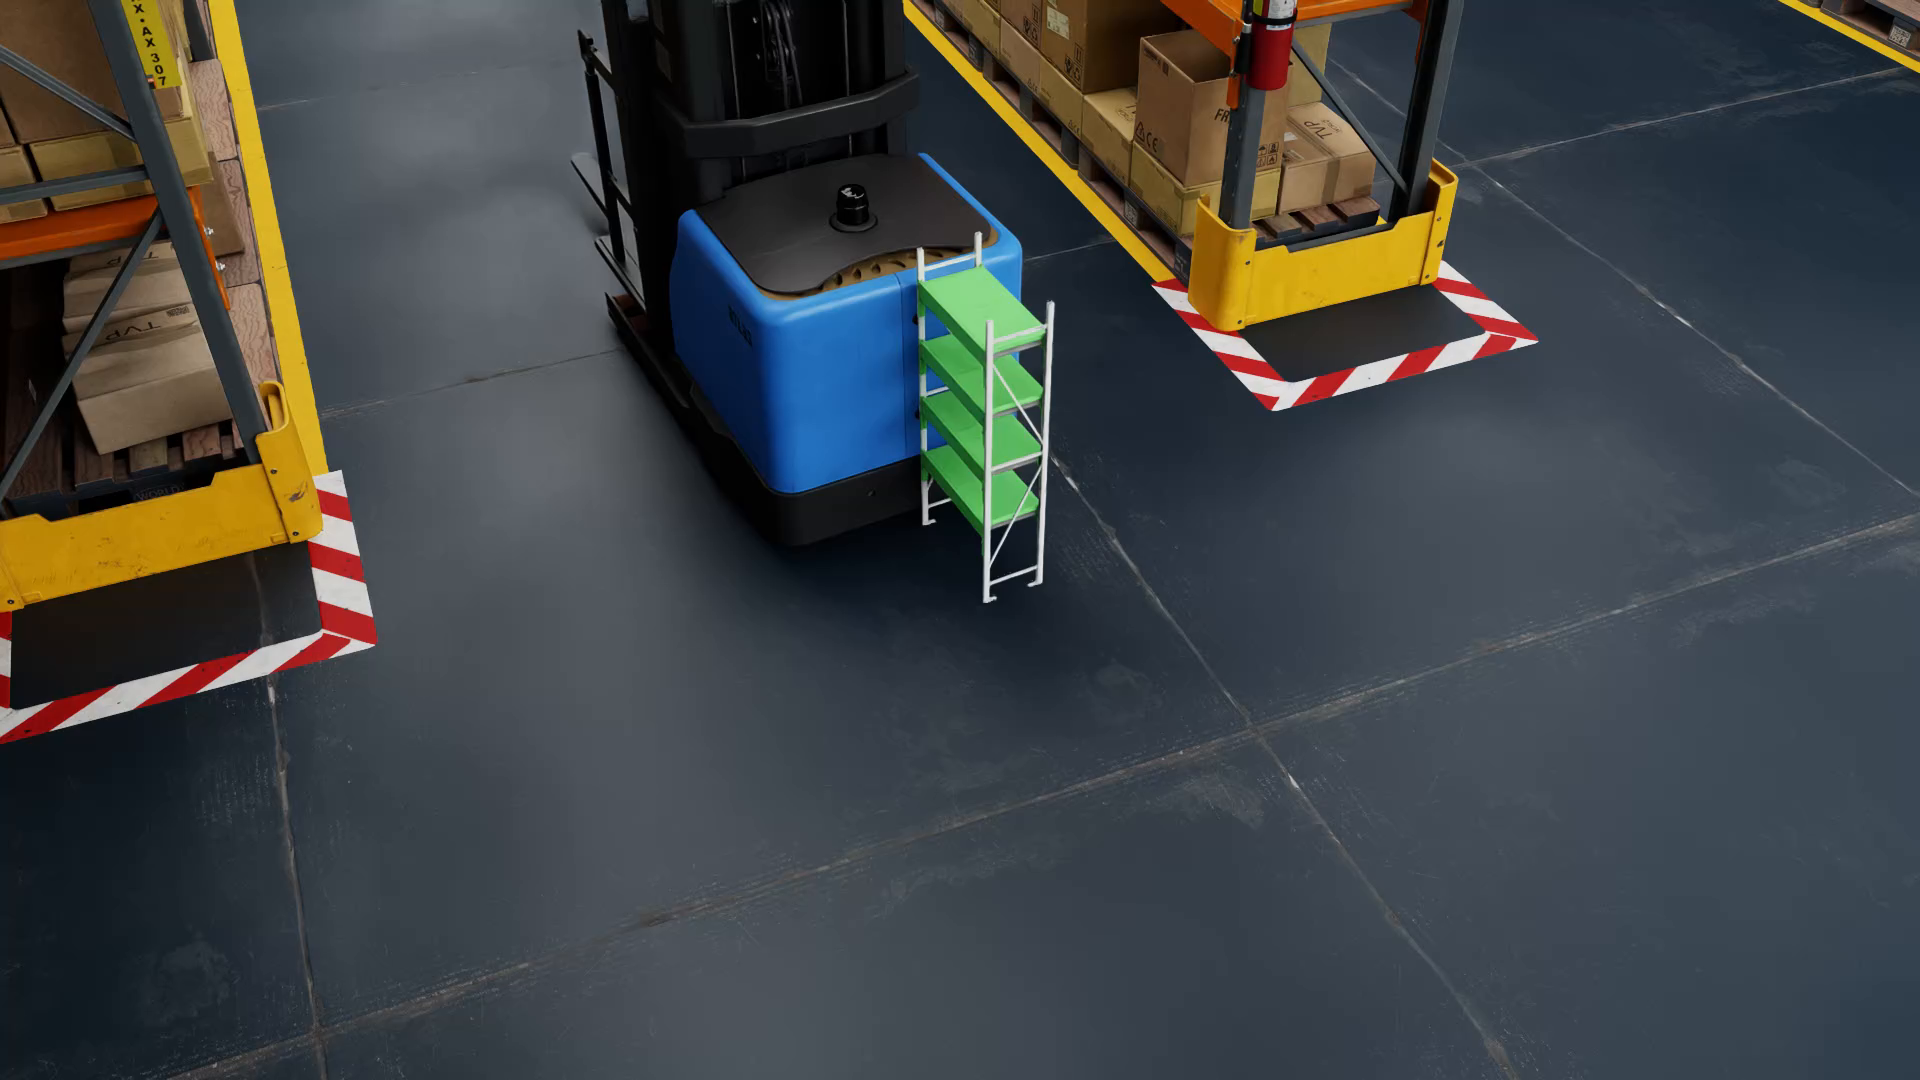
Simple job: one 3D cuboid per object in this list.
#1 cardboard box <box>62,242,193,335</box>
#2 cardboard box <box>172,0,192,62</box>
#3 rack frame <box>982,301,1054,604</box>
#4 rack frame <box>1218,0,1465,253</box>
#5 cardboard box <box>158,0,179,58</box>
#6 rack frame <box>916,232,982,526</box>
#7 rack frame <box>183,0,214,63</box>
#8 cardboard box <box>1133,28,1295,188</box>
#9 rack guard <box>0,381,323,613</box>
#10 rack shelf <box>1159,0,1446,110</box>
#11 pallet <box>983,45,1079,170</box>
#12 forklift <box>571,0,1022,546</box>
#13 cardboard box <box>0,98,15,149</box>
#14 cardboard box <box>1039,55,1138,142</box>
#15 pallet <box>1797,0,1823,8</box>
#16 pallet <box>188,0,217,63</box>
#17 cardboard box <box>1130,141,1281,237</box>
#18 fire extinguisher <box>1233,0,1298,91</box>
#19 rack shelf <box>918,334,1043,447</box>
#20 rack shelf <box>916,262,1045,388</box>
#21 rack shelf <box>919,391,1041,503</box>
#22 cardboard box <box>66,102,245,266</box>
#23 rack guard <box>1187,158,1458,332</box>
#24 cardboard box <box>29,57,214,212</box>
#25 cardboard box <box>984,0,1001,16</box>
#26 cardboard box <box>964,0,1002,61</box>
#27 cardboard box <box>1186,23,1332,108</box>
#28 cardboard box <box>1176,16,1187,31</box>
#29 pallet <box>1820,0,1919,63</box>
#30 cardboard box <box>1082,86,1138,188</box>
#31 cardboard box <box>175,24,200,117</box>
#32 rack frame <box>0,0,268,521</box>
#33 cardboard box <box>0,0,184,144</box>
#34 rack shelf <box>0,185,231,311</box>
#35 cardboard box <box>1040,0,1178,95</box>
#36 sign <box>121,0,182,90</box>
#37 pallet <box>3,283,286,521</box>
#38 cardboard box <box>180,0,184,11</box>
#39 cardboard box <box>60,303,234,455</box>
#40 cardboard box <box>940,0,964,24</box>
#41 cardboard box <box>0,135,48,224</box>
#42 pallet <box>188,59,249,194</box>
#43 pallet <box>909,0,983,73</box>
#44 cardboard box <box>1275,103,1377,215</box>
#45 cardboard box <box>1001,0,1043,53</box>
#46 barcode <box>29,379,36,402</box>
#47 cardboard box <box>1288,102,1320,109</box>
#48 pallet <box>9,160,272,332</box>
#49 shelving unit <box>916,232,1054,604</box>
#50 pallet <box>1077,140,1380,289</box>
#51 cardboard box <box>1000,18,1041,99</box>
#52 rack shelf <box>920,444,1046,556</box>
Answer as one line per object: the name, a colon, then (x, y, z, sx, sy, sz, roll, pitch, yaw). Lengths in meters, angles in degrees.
cardboard box: (-3.371, -0.997, 6.834, 0.500, 0.311, 0.500, -12, 42, -13)
cardboard box: (-3.266, -2.009, 6.385, 0.500, 0.250, 0.500, -16, 43, -18)
rack frame: (0.190, -0.265, 5.638, 0.240, 1.200, 0.015, -19, 44, -21)
rack frame: (1.604, -2.305, 6.630, 1.000, 3.000, 0.127, -15, 43, -17)
cardboard box: (-3.056, -1.965, 5.759, 0.500, 0.500, 0.500, -15, 43, -17)
rack frame: (-0.036, -0.547, 5.966, 0.240, 1.200, 0.015, -19, 44, -21)
rack frame: (-4.502, -3.477, 7.992, 1.000, 3.000, 0.127, -15, 43, -17)
cardboard box: (1.124, -1.955, 7.435, 0.500, 0.500, 0.500, -15, 43, -17)
rack guard: (-3.000, -0.165, 6.059, 1.175, 0.500, 0.348, -15, 43, -17)
rack shelf: (0.839, -3.237, 8.266, 1.077, 0.370, 4.000, -15, 43, -17)
pallet: (0.810, -2.432, 8.916, 1.003, 0.211, 1.213, -15, 43, -17)
forklift: (-0.893, -2.041, 6.376, 1.130, 2.935, 3.031, -19, 44, -21)
cardboard box: (-3.348, -1.533, 5.257, 0.500, 0.500, 0.500, -16, 43, -17)
cardboard box: (0.730, -2.270, 8.376, 0.500, 0.250, 0.500, -15, 43, -17)
pallet: (5.340, -3.740, 10.437, 1.003, 0.211, 1.213, -15, 43, -17)
pallet: (-4.801, -2.888, 9.447, 1.003, 0.211, 1.213, -15, 43, -17)
cardboard box: (1.126, -1.671, 7.680, 0.500, 0.250, 0.500, -15, 43, -17)
fire extinguisher: (1.220, -2.089, 6.438, 0.296, 0.674, 0.183, -15, 43, -17)
rack shelf: (0.077, -0.540, 5.687, 0.258, 0.148, 0.480, -19, 44, -21)
rack shelf: (0.077, -0.721, 5.531, 0.258, 0.148, 0.480, -19, 44, -21)
rack shelf: (0.077, -0.358, 5.844, 0.258, 0.148, 0.480, -19, 44, -21)
cardboard box: (-3.606, -1.523, 7.301, 0.700, 0.500, 0.500, -18, 44, -20)
rack guard: (1.613, -1.343, 7.428, 1.175, 0.500, 0.348, -15, 43, -17)
cardboard box: (-2.865, -1.391, 5.667, 0.500, 0.250, 0.500, -16, 43, -18)
cardboard box: (0.344, -3.156, 8.831, 0.500, 0.500, 0.500, -15, 43, -17)
cardboard box: (0.344, -2.872, 9.075, 0.500, 0.250, 0.500, -15, 43, -17)
cardboard box: (1.411, -2.385, 7.935, 0.500, 0.500, 0.500, -15, 43, -17)
cardboard box: (1.208, -2.683, 8.282, 0.500, 0.500, 0.500, -15, 43, -17)
pallet: (5.803, -3.006, 9.584, 1.003, 0.211, 1.213, -15, 43, -17)
cardboard box: (0.923, -1.969, 8.026, 0.500, 0.250, 0.500, -15, 43, -17)
cardboard box: (-3.077, -1.700, 6.026, 0.500, 0.250, 0.500, -16, 43, -18)
rack frame: (-2.971, -1.067, 5.190, 1.000, 3.000, 0.127, -15, 43, -17)
cardboard box: (-2.876, -1.665, 5.410, 0.500, 0.500, 0.500, -15, 43, -17)
rack shelf: (-3.737, -1.999, 6.826, 1.077, 0.370, 4.000, -15, 43, -17)
cardboard box: (0.728, -2.554, 8.131, 0.500, 0.500, 0.500, -15, 43, -17)
sign: (-2.470, -1.531, 5.066, 0.100, 0.325, 0.005, -15, 43, -17)
pallet: (-3.279, -0.554, 6.732, 1.003, 0.211, 1.213, -15, 43, -17)
cardboard box: (-3.457, -2.314, 6.740, 0.500, 0.250, 0.500, -15, 43, -16)
cardboard box: (-3.153, -0.654, 6.434, 0.500, 0.311, 0.500, -20, 45, -22)
cardboard box: (0.157, -3.174, 9.427, 0.500, 0.250, 0.500, -15, 43, -17)
cardboard box: (-3.329, -1.251, 5.504, 0.500, 0.250, 0.500, -15, 43, -16)
pallet: (-4.212, -2.024, 8.441, 1.003, 0.211, 1.213, -15, 43, -17)
pallet: (0.339, -3.168, 9.772, 1.003, 0.211, 1.213, -15, 43, -17)
cardboard box: (1.604, -1.800, 7.830, 0.500, 0.250, 0.500, -15, 43, -17)
cardboard box: (0.538, -2.855, 8.481, 0.500, 0.500, 0.500, -15, 43, -17)
barcode: (-3.529, -0.568, 6.328, 0.001, 0.075, 0.075, -15, 43, -17)
cardboard box: (1.410, -2.101, 8.179, 0.500, 0.250, 0.500, -15, 43, -17)
pallet: (-3.742, -1.288, 7.585, 1.003, 0.211, 1.213, -15, 43, -17)
shelving unit: (0.077, -0.406, 5.802, 0.258, 1.200, 0.503, -19, 44, -21)
pallet: (1.273, -1.698, 8.063, 1.003, 0.211, 1.213, -15, 43, -17)
cardboard box: (0.541, -2.572, 8.727, 0.500, 0.250, 0.500, -15, 43, -17)
rack shelf: (0.077, -0.176, 6.000, 0.258, 0.148, 0.480, -19, 44, -21)
